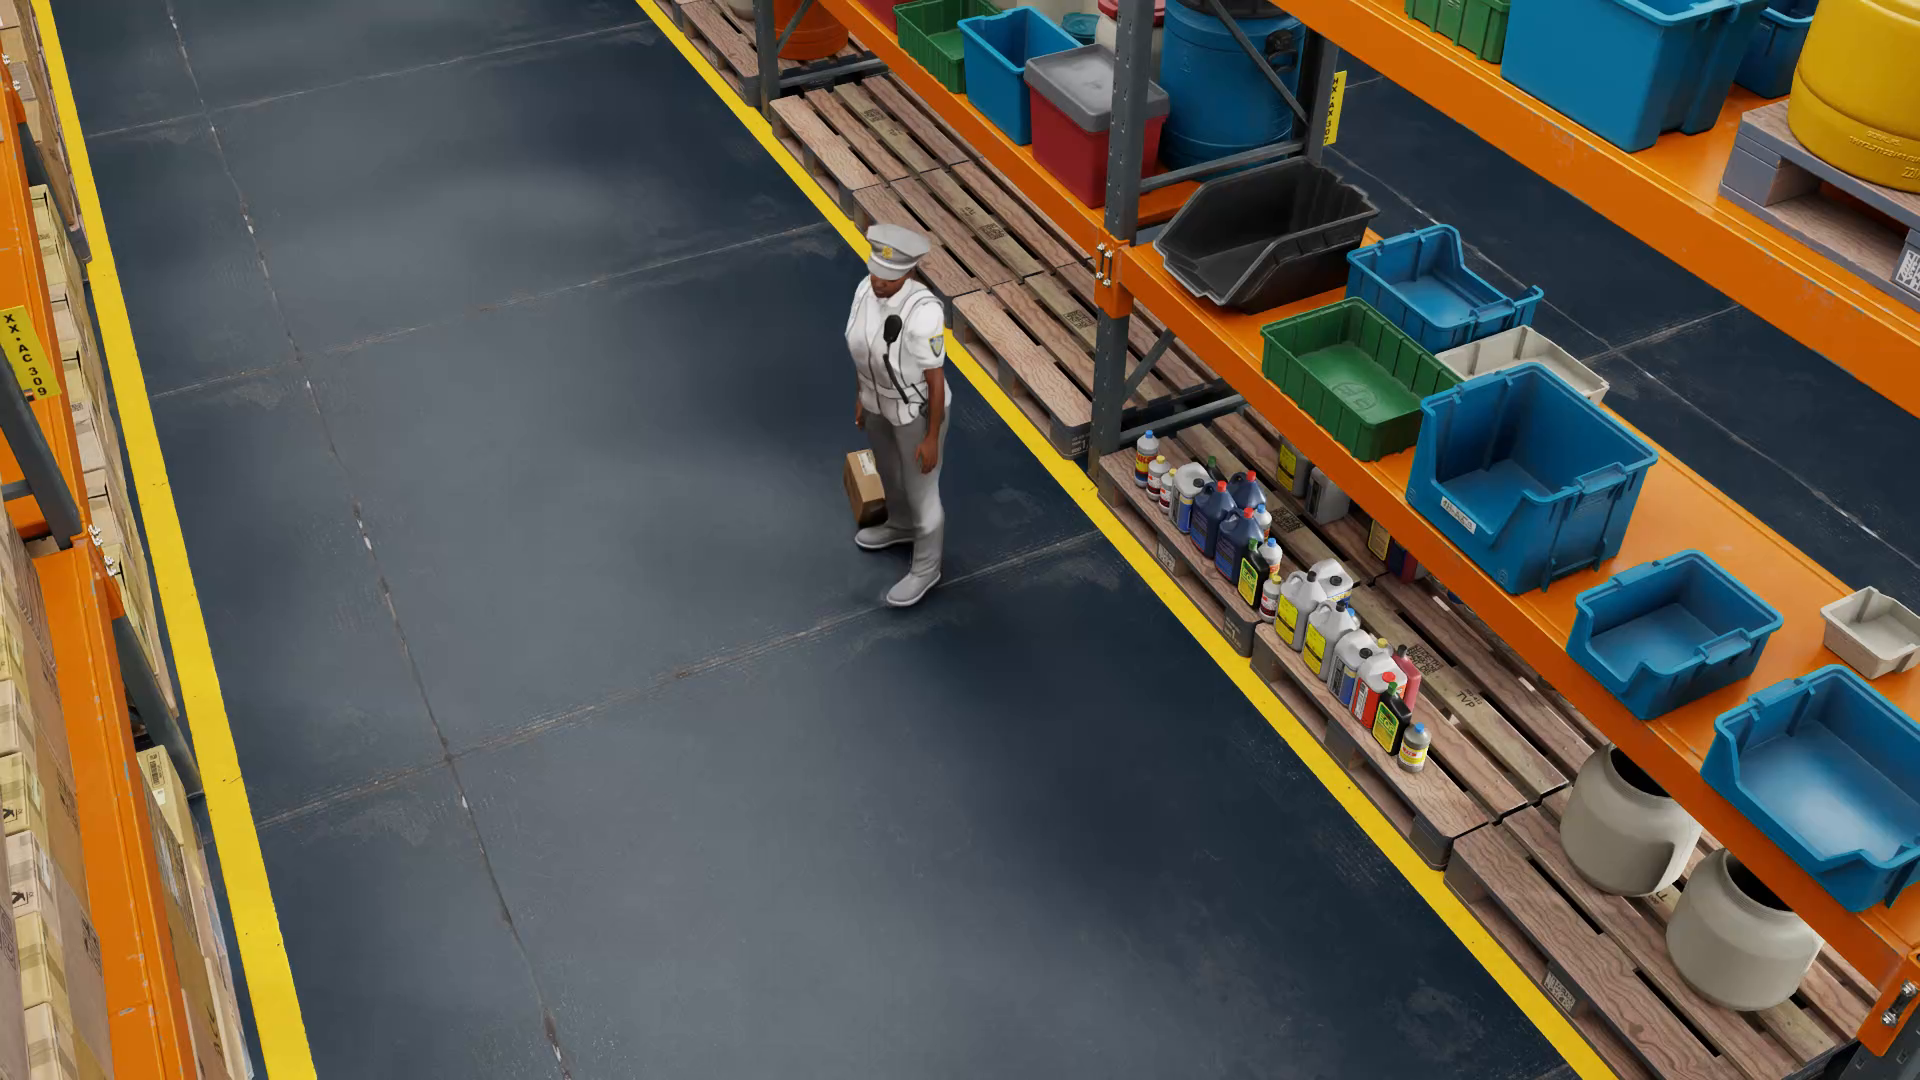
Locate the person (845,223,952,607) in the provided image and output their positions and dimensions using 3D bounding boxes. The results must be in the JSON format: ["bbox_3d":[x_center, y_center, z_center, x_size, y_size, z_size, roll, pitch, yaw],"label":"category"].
[{"bbox_3d":[-0.263,-0.509,6.686,0.427,1.682,0.548,-32,51,-31],"label":"person"}]
